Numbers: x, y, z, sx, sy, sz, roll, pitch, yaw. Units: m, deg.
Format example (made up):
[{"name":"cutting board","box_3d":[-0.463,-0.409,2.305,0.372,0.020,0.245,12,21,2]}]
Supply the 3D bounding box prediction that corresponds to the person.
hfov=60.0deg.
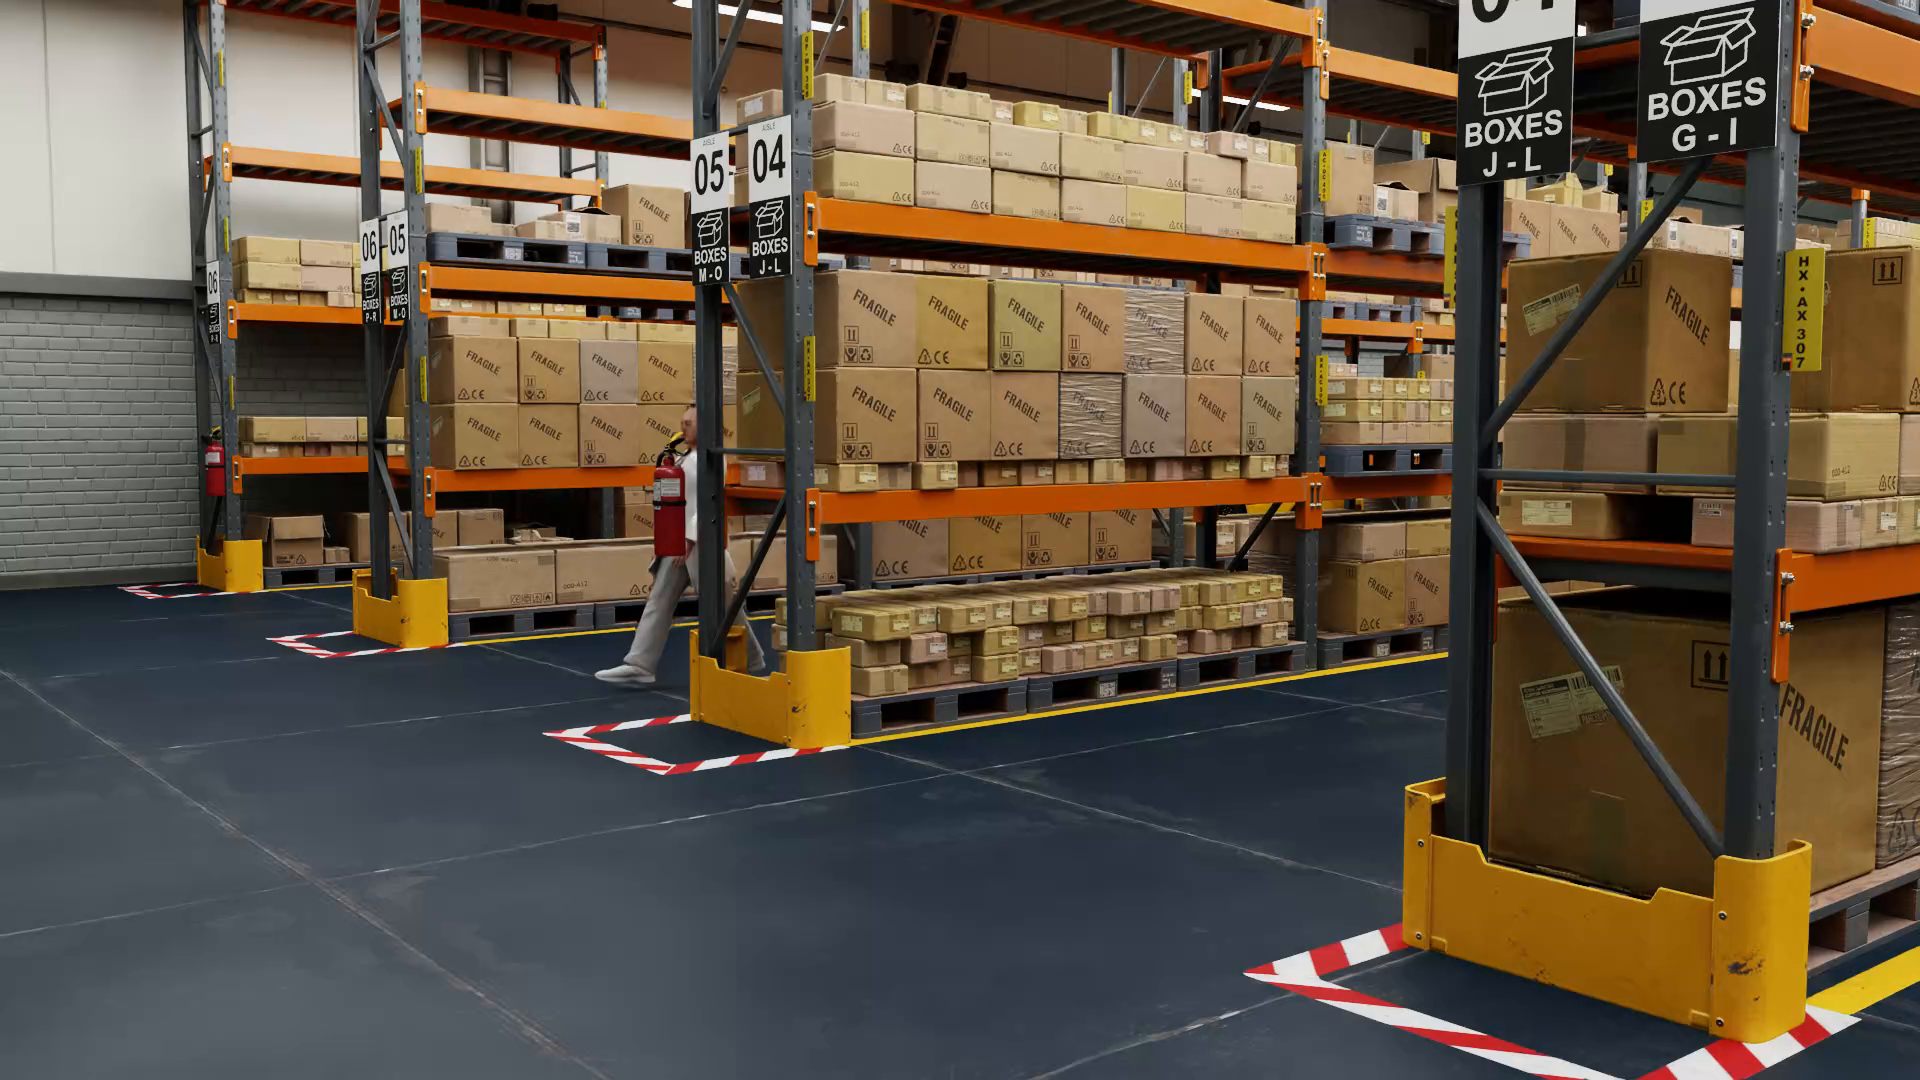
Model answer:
[{"name":"person","box_3d":[-1.719,0.030,10.398,1.092,1.721,0.617,-3,5,-37]}]
